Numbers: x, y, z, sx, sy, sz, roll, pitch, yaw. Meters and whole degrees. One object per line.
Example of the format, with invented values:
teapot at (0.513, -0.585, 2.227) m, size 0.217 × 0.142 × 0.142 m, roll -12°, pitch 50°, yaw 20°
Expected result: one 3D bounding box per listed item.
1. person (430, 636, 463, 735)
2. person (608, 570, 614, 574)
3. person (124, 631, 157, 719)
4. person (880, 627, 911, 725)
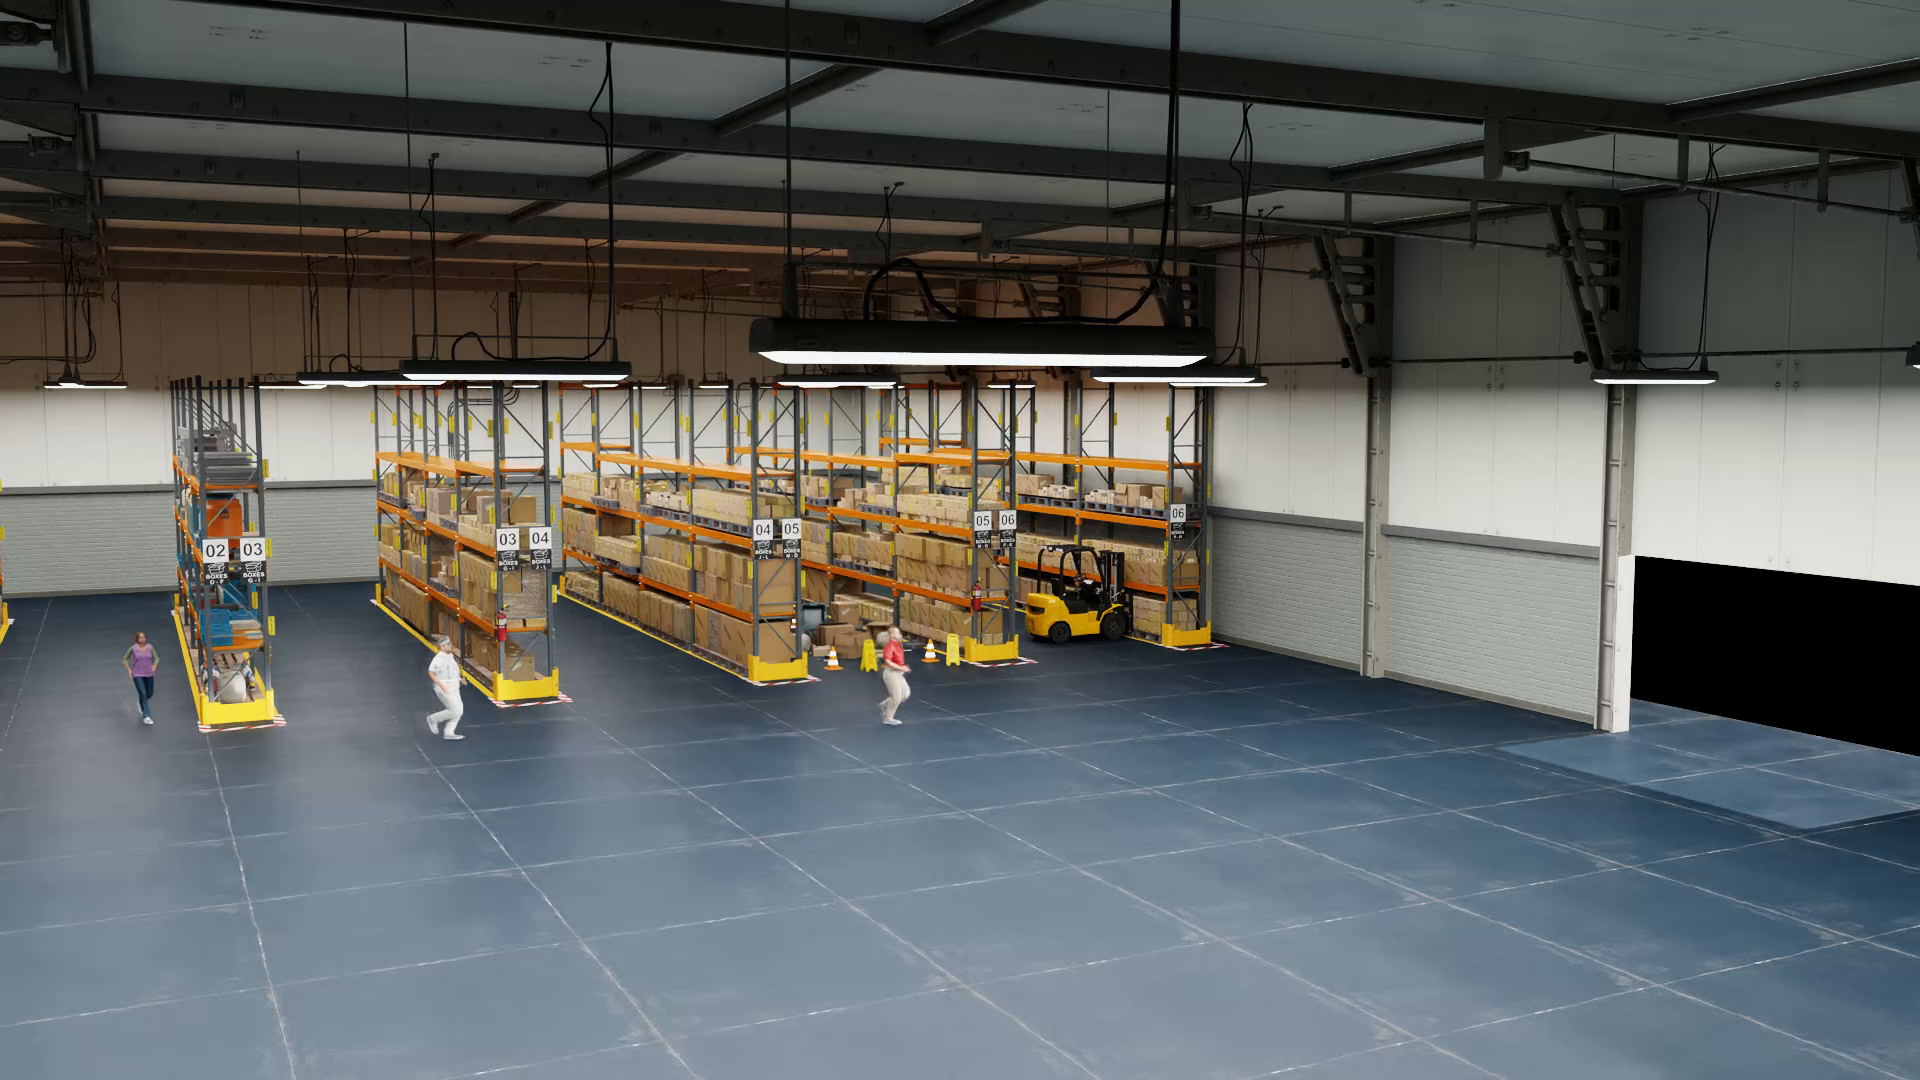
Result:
person at (-8.430, 2.392, 27.373) m, size 0.515 × 1.652 × 0.457 m, roll 0°, pitch 5°, yaw 4°
person at (-10.183, 0.491, 49.371) m, size 0.851 × 1.723 × 0.565 m, roll -1°, pitch 5°, yaw -16°
person at (-14.221, 2.327, 28.861) m, size 0.523 × 1.503 × 0.723 m, roll -4°, pitch 7°, yaw -41°
person at (-1.102, 2.331, 28.636) m, size 0.589 × 1.680 × 0.692 m, roll 1°, pitch 5°, yaw 12°
